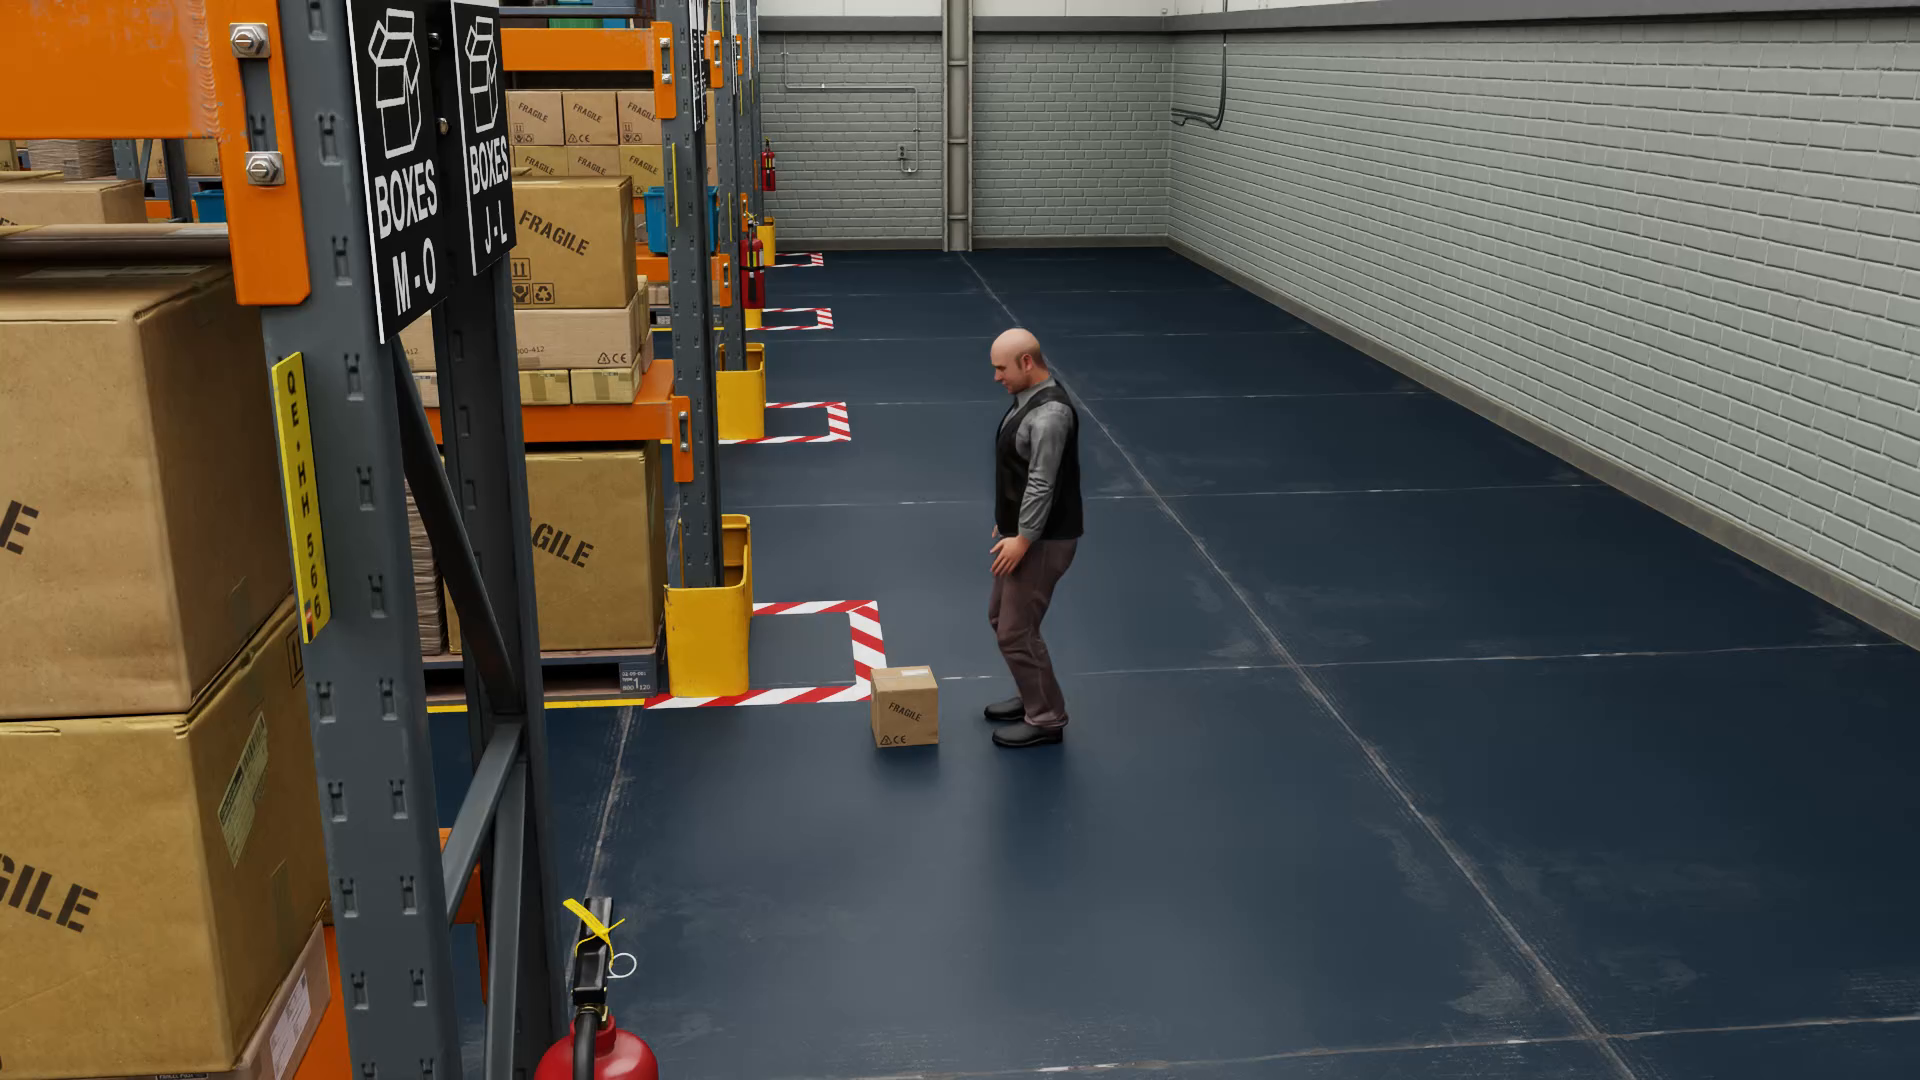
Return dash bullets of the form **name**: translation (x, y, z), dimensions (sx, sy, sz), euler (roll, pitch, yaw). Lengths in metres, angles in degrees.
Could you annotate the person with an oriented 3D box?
- **person**: translation (0.294, -0.009, 6.682), dimensions (0.390, 1.691, 0.549), euler (-1, 17, -4)
